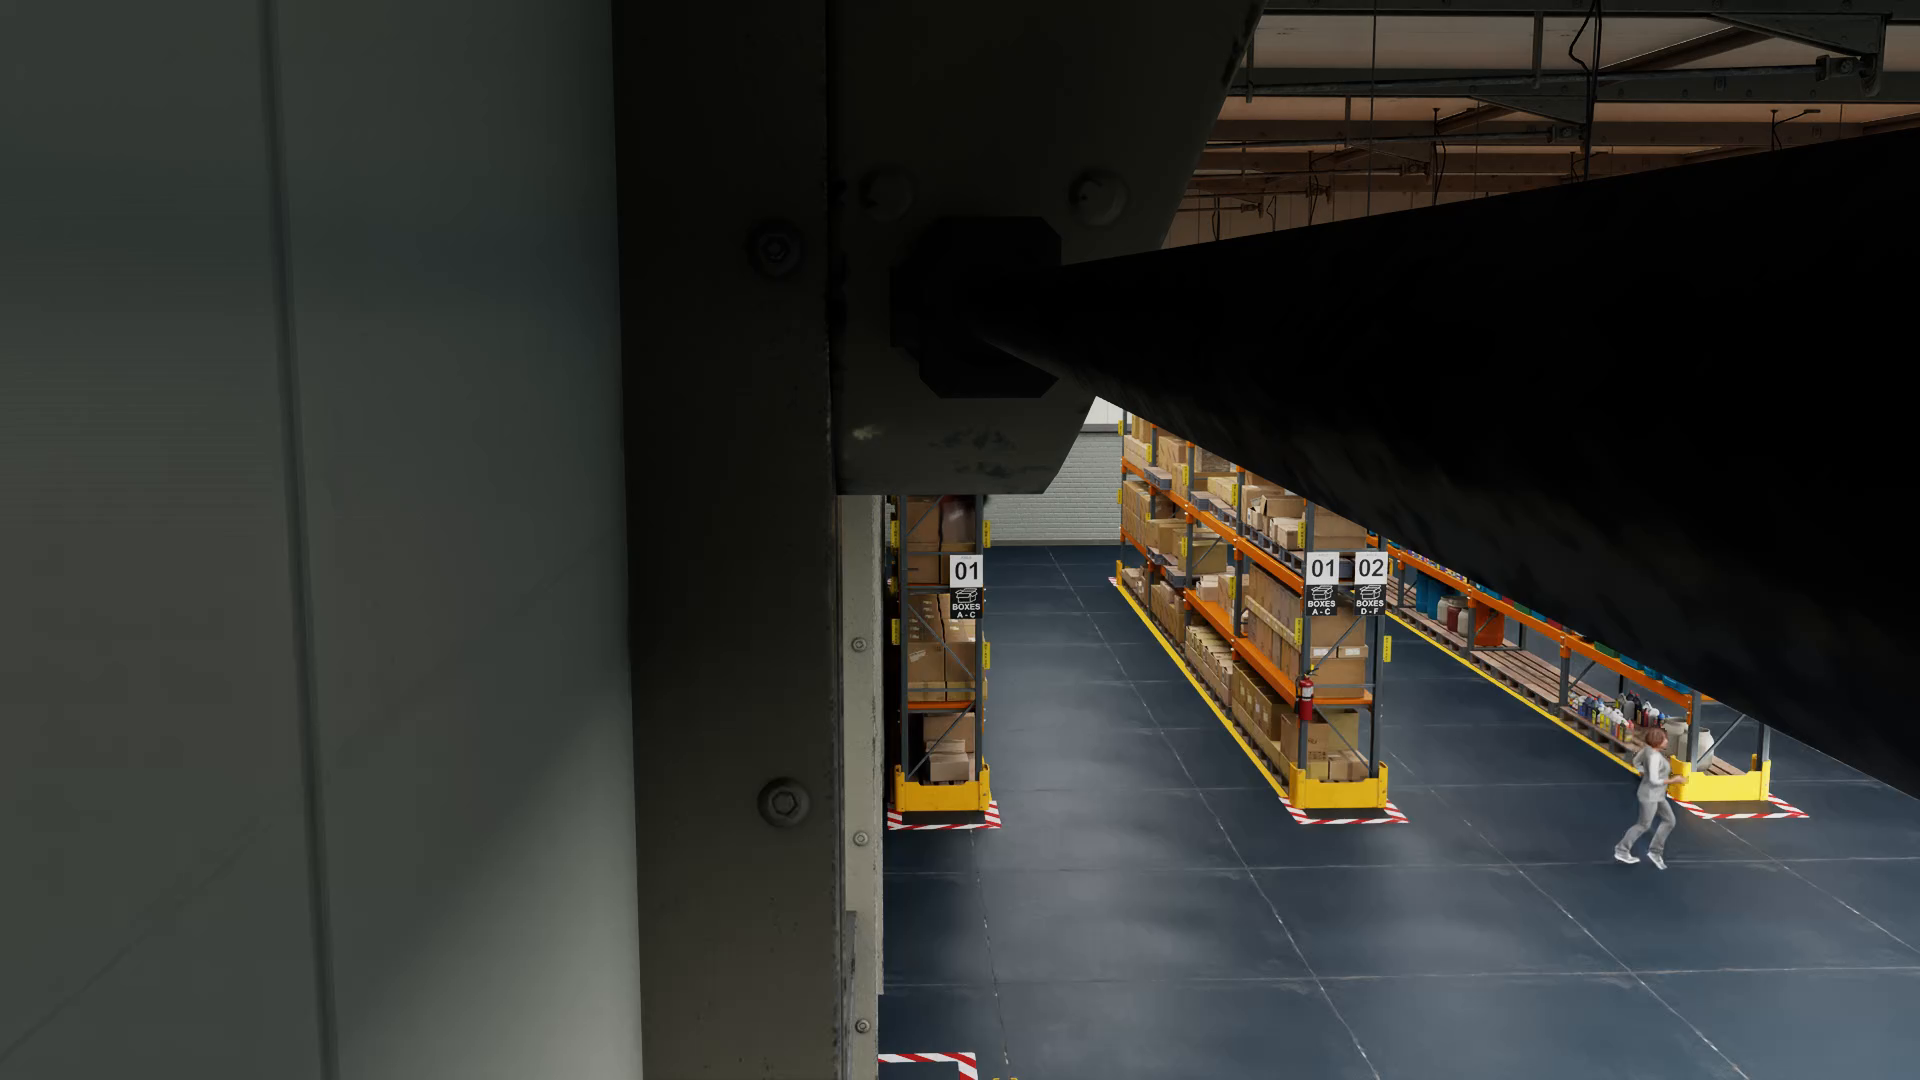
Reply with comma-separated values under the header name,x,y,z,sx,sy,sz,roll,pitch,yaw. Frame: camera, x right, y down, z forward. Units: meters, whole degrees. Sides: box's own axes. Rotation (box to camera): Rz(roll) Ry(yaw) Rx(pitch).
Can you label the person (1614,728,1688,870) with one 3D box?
name,x,y,z,sx,sy,sz,roll,pitch,yaw
person,7.617,2.863,18.320,0.702,1.634,0.513,4,9,25
